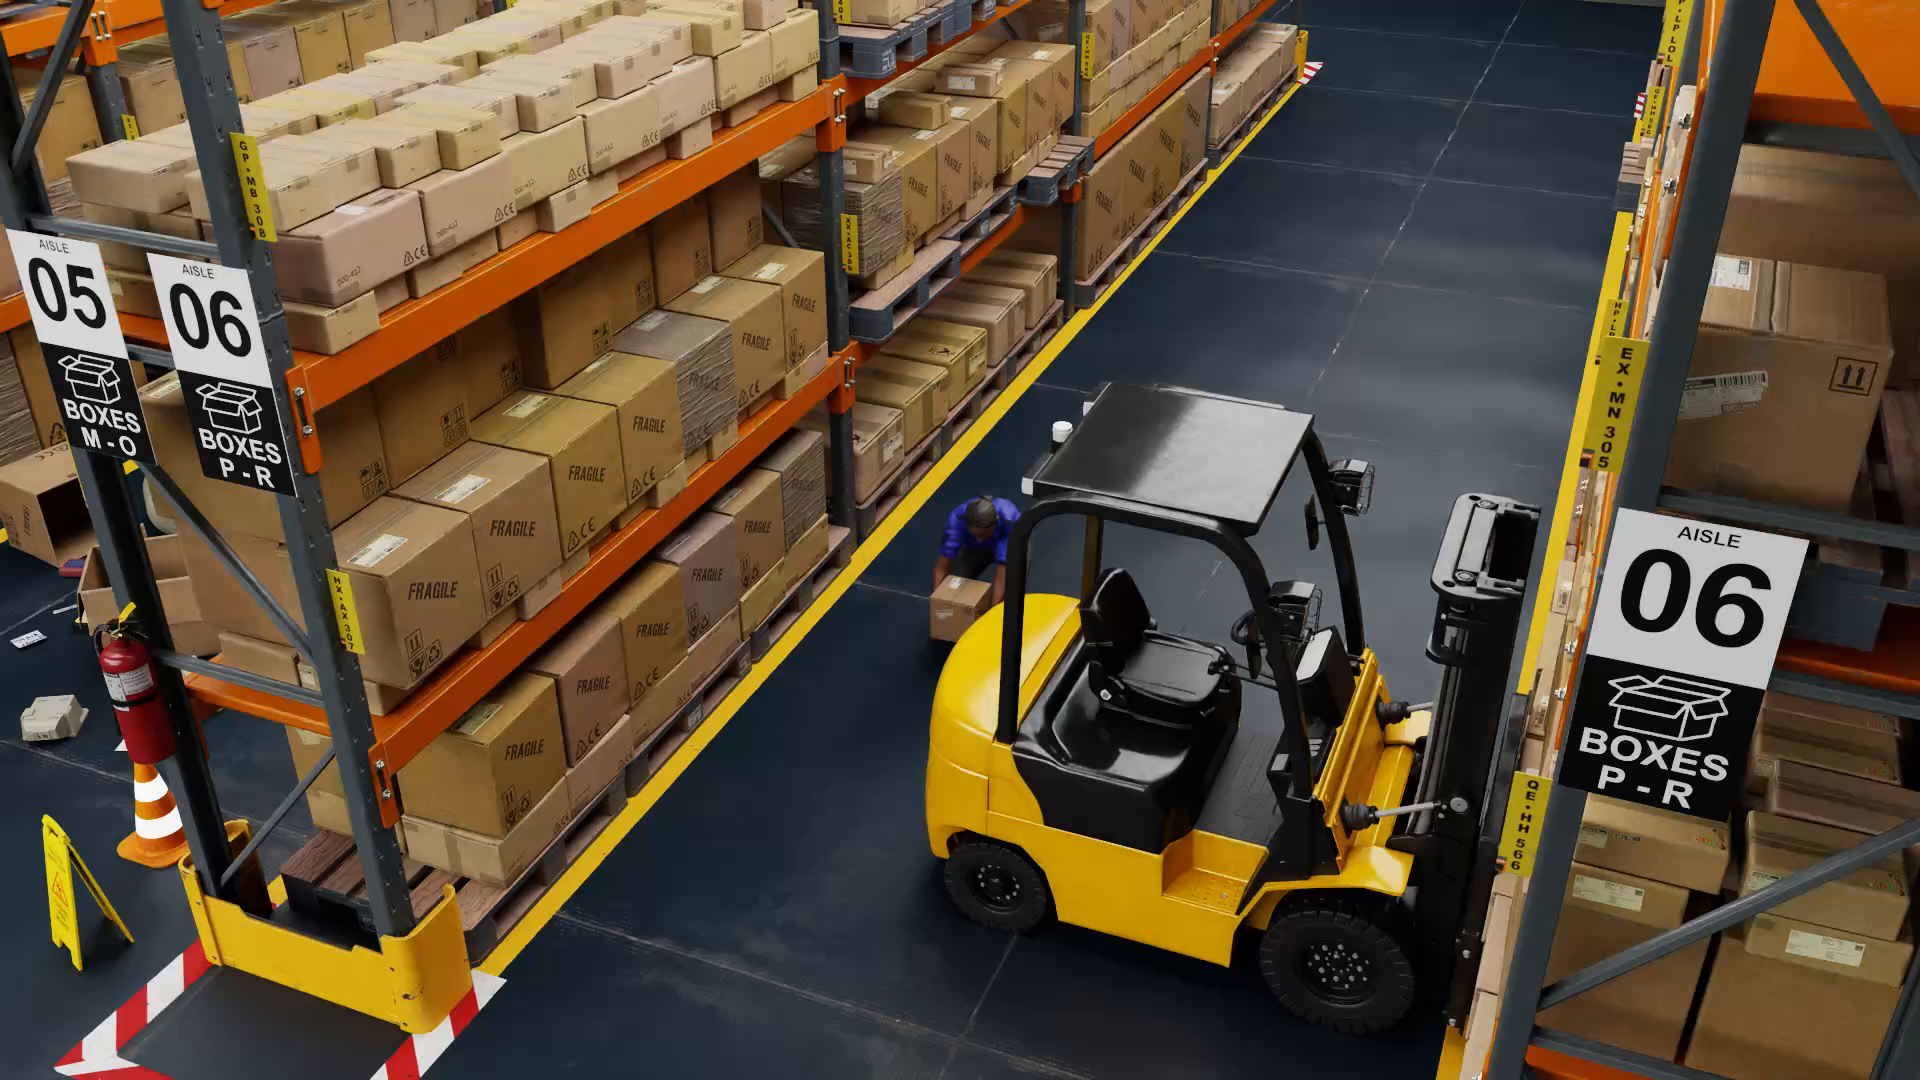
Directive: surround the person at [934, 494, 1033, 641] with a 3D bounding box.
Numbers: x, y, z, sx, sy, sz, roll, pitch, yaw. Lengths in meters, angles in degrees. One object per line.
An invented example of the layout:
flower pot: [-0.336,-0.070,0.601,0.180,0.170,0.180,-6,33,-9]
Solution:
person: [0.134,0.102,8.961,0.470,0.937,0.843,11,32,18]
